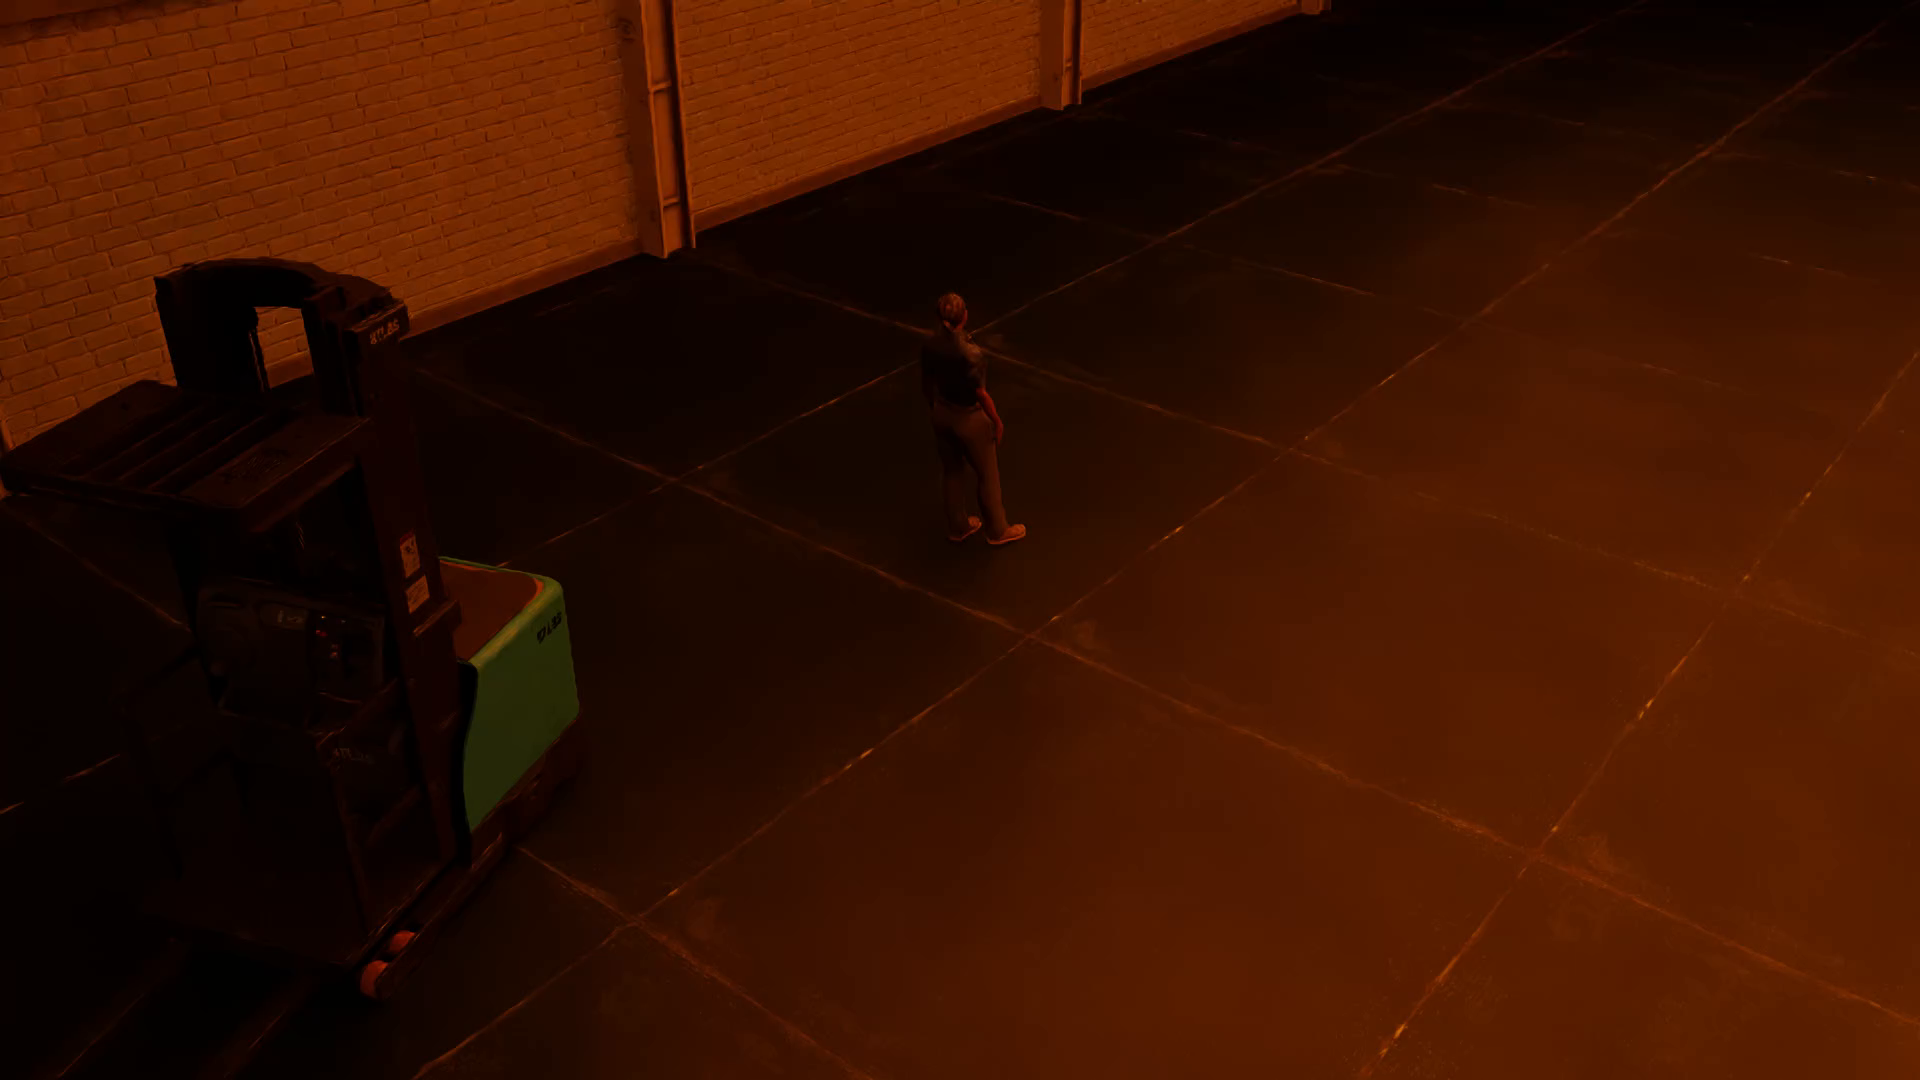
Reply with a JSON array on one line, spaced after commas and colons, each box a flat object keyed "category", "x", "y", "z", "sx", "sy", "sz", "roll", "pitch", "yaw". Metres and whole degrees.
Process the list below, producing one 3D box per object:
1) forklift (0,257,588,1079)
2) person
[{"category": "forklift", "x": -2.866, "y": 0.472, "z": 6.786, "sx": 1.130, "sy": 2.935, "sz": 3.031, "roll": 10, "pitch": 32, "yaw": 16}, {"category": "person", "x": 0.070, "y": -0.749, "z": 10.127, "sx": 0.570, "sy": 1.654, "sz": 0.503, "roll": 22, "pitch": 37, "yaw": 33}]
